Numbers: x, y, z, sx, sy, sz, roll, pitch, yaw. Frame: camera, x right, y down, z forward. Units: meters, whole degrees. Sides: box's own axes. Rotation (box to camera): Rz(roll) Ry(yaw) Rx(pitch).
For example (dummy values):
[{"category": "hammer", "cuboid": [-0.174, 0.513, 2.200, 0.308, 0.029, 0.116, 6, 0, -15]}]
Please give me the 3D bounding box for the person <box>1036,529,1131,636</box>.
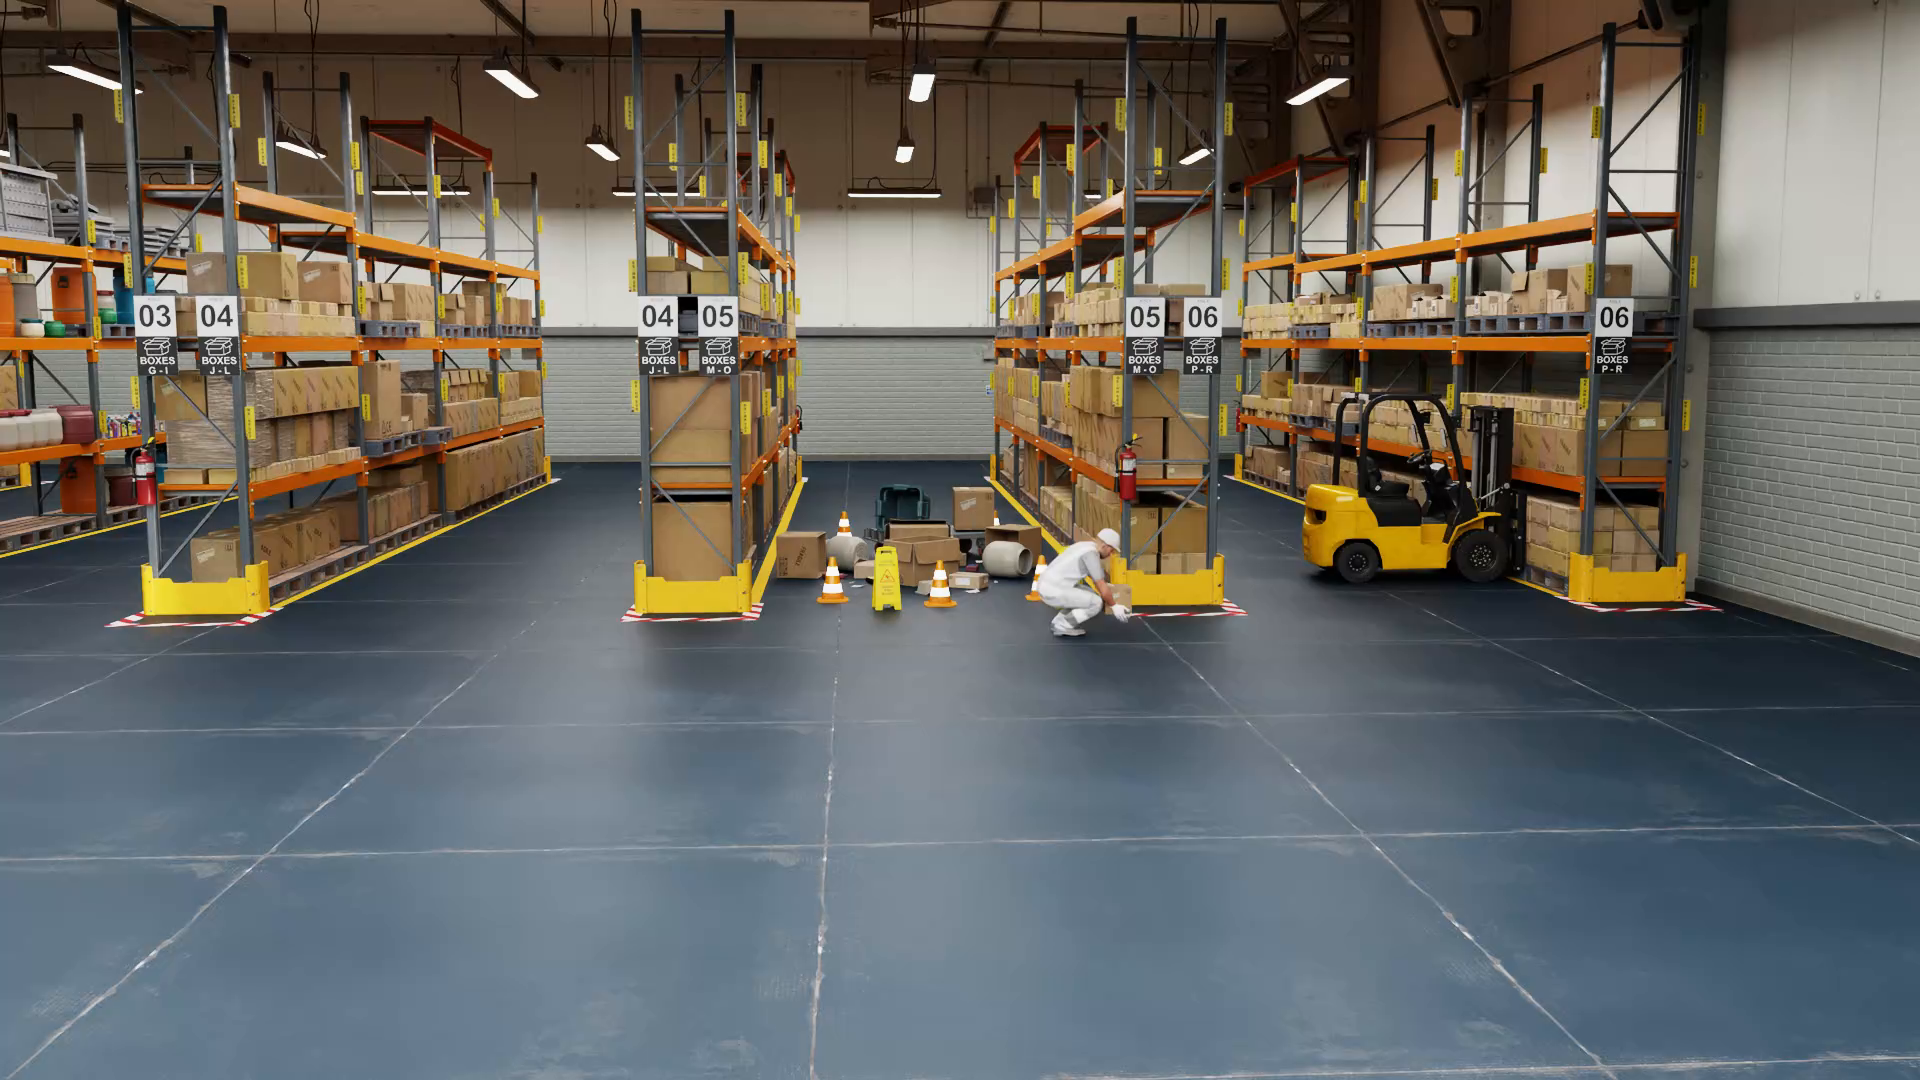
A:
[{"category": "person", "cuboid": [1.155, 0.395, 15.721, 0.878, 0.994, 0.553, -1, 7, -4]}]
